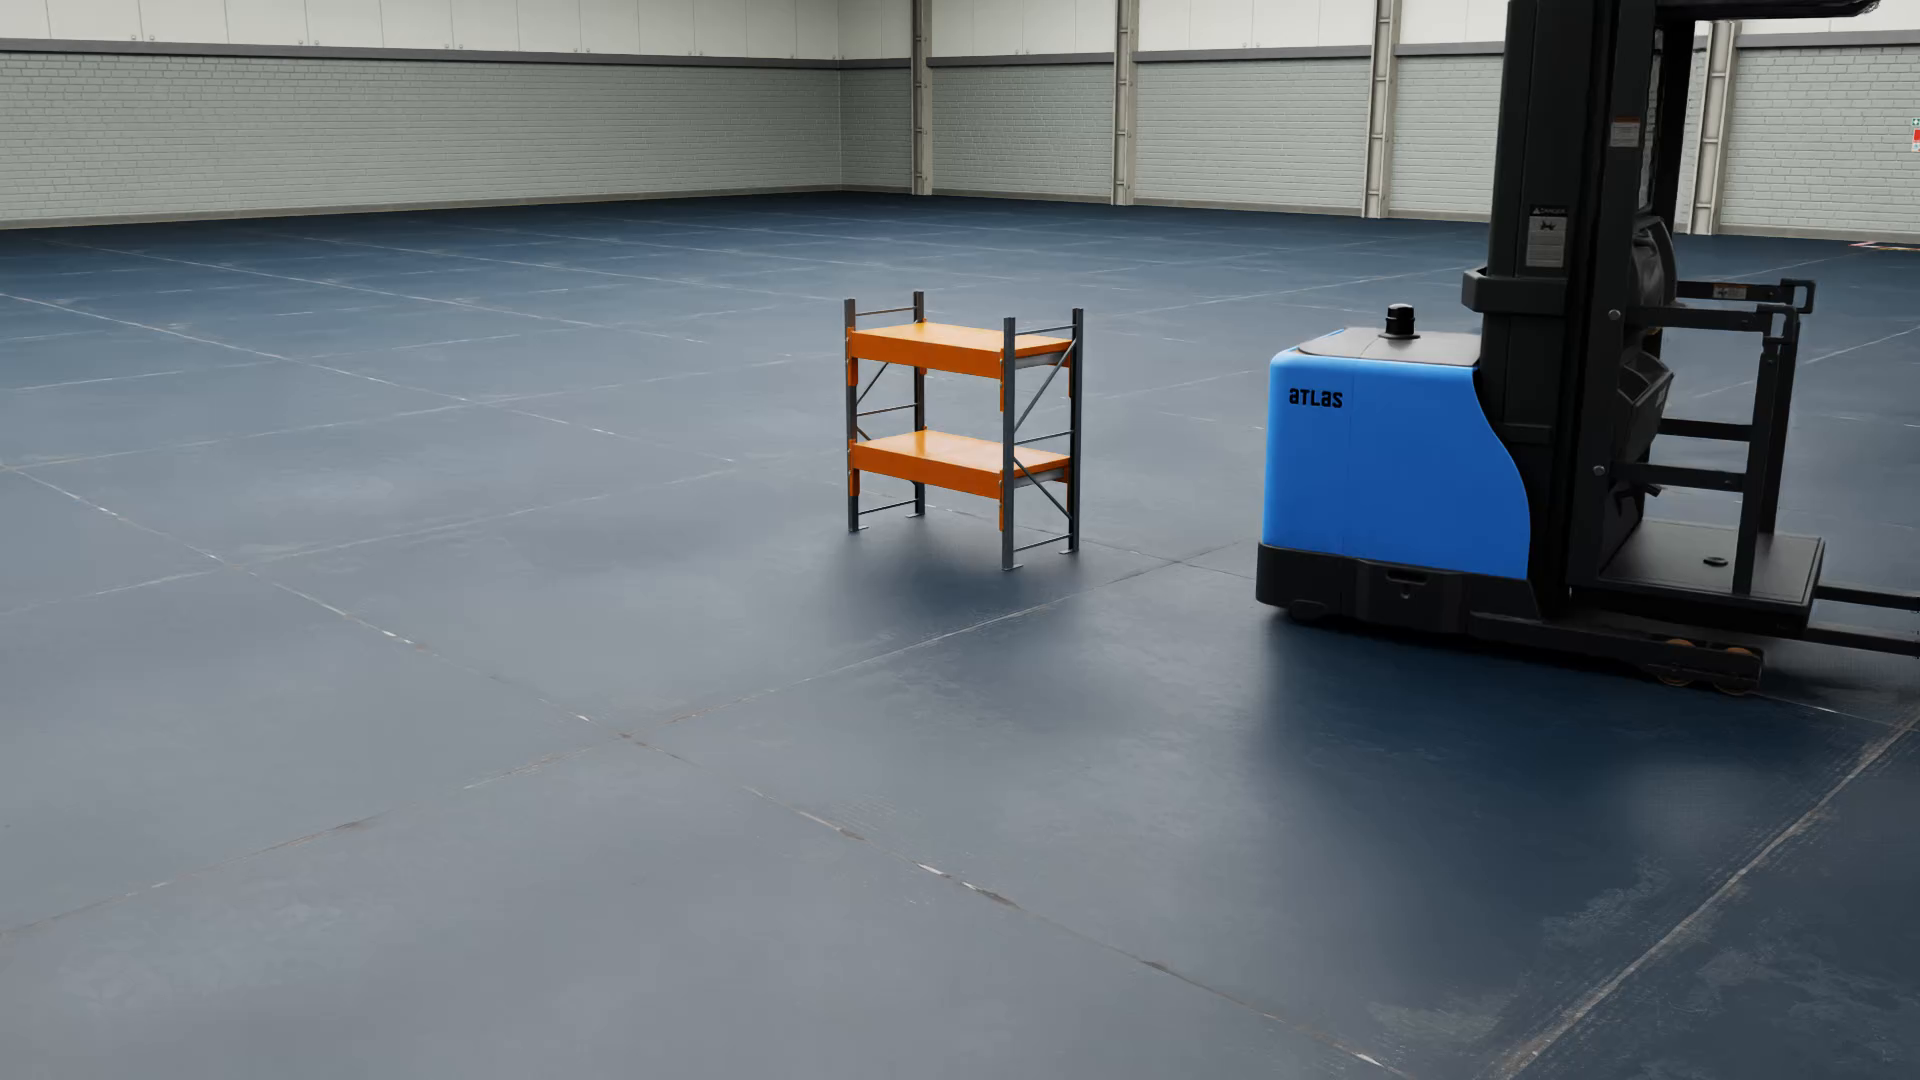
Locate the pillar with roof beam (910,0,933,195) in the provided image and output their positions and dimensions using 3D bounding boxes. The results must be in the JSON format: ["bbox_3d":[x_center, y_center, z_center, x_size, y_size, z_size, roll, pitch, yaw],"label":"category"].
[{"bbox_3d":[-3.877,-11.700,34.987,0.400,9.000,9.100,14,20,42],"label":"pillar with roof beam"}]

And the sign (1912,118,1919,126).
[{"bbox_3d":[14.306,-6.204,24.671,0.331,0.109,0.001,14,20,42],"label":"sign"}]

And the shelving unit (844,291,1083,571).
[{"bbox_3d":[0.005,-0.543,7.786,1.048,1.125,0.538,14,20,42],"label":"shelving unit"}]

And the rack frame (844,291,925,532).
[{"bbox_3d":[-0.361,-0.632,8.127,0.032,1.125,0.500,14,20,42],"label":"rack frame"}]

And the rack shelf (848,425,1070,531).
[{"bbox_3d":[0.005,-0.307,7.847,1.000,0.278,0.538,14,20,42],"label":"rack shelf"}]

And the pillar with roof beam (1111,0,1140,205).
[{"bbox_3d":[0.442,-10.649,30.956,0.400,9.000,9.100,14,20,42],"label":"pillar with roof beam"}]

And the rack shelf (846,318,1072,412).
[{"bbox_3d":[0.005,-0.826,7.712,1.000,0.278,0.538,14,20,42],"label":"rack shelf"}]

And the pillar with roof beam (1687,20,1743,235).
[{"bbox_3d":[9.081,-8.549,22.896,0.400,9.000,9.100,14,20,42],"label":"pillar with roof beam"}]

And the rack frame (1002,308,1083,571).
[{"bbox_3d":[0.371,-0.454,7.444,0.032,1.125,0.500,14,20,42],"label":"rack frame"}]

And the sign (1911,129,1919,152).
[{"bbox_3d":[14.309,-5.950,24.747,0.234,0.329,0.001,14,20,42],"label":"sign"}]

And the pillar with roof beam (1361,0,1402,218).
[{"bbox_3d":[4.762,-9.599,26.926,0.400,9.000,9.100,14,20,42],"label":"pillar with roof beam"}]

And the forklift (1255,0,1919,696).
[{"bbox_3d":[2.734,-1.025,6.054,3.031,2.935,1.130,8,17,29],"label":"forklift"}]
